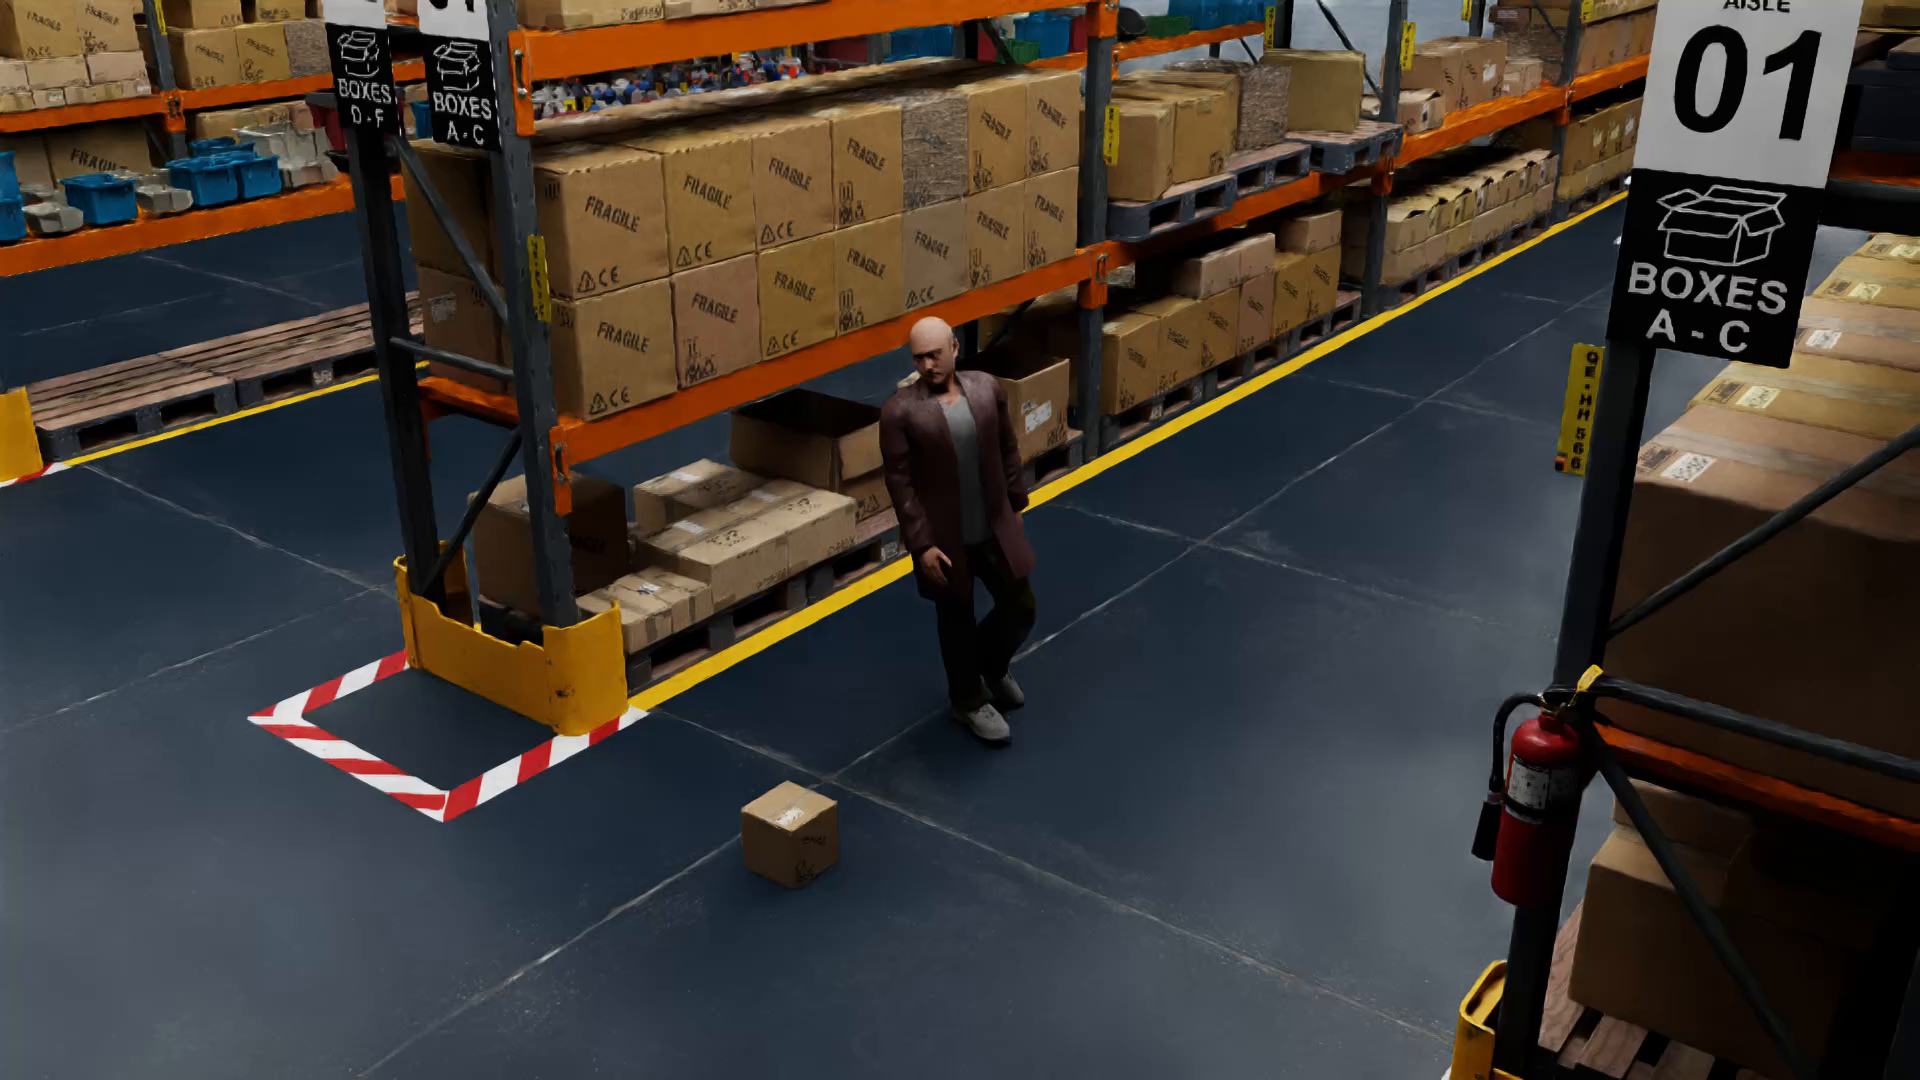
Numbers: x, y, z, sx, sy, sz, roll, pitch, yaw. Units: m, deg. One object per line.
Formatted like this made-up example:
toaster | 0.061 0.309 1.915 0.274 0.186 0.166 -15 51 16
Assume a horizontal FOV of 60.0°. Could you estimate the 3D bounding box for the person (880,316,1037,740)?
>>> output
person | 0.011 -0.032 6.691 0.643 1.776 0.511 -11 25 -23
